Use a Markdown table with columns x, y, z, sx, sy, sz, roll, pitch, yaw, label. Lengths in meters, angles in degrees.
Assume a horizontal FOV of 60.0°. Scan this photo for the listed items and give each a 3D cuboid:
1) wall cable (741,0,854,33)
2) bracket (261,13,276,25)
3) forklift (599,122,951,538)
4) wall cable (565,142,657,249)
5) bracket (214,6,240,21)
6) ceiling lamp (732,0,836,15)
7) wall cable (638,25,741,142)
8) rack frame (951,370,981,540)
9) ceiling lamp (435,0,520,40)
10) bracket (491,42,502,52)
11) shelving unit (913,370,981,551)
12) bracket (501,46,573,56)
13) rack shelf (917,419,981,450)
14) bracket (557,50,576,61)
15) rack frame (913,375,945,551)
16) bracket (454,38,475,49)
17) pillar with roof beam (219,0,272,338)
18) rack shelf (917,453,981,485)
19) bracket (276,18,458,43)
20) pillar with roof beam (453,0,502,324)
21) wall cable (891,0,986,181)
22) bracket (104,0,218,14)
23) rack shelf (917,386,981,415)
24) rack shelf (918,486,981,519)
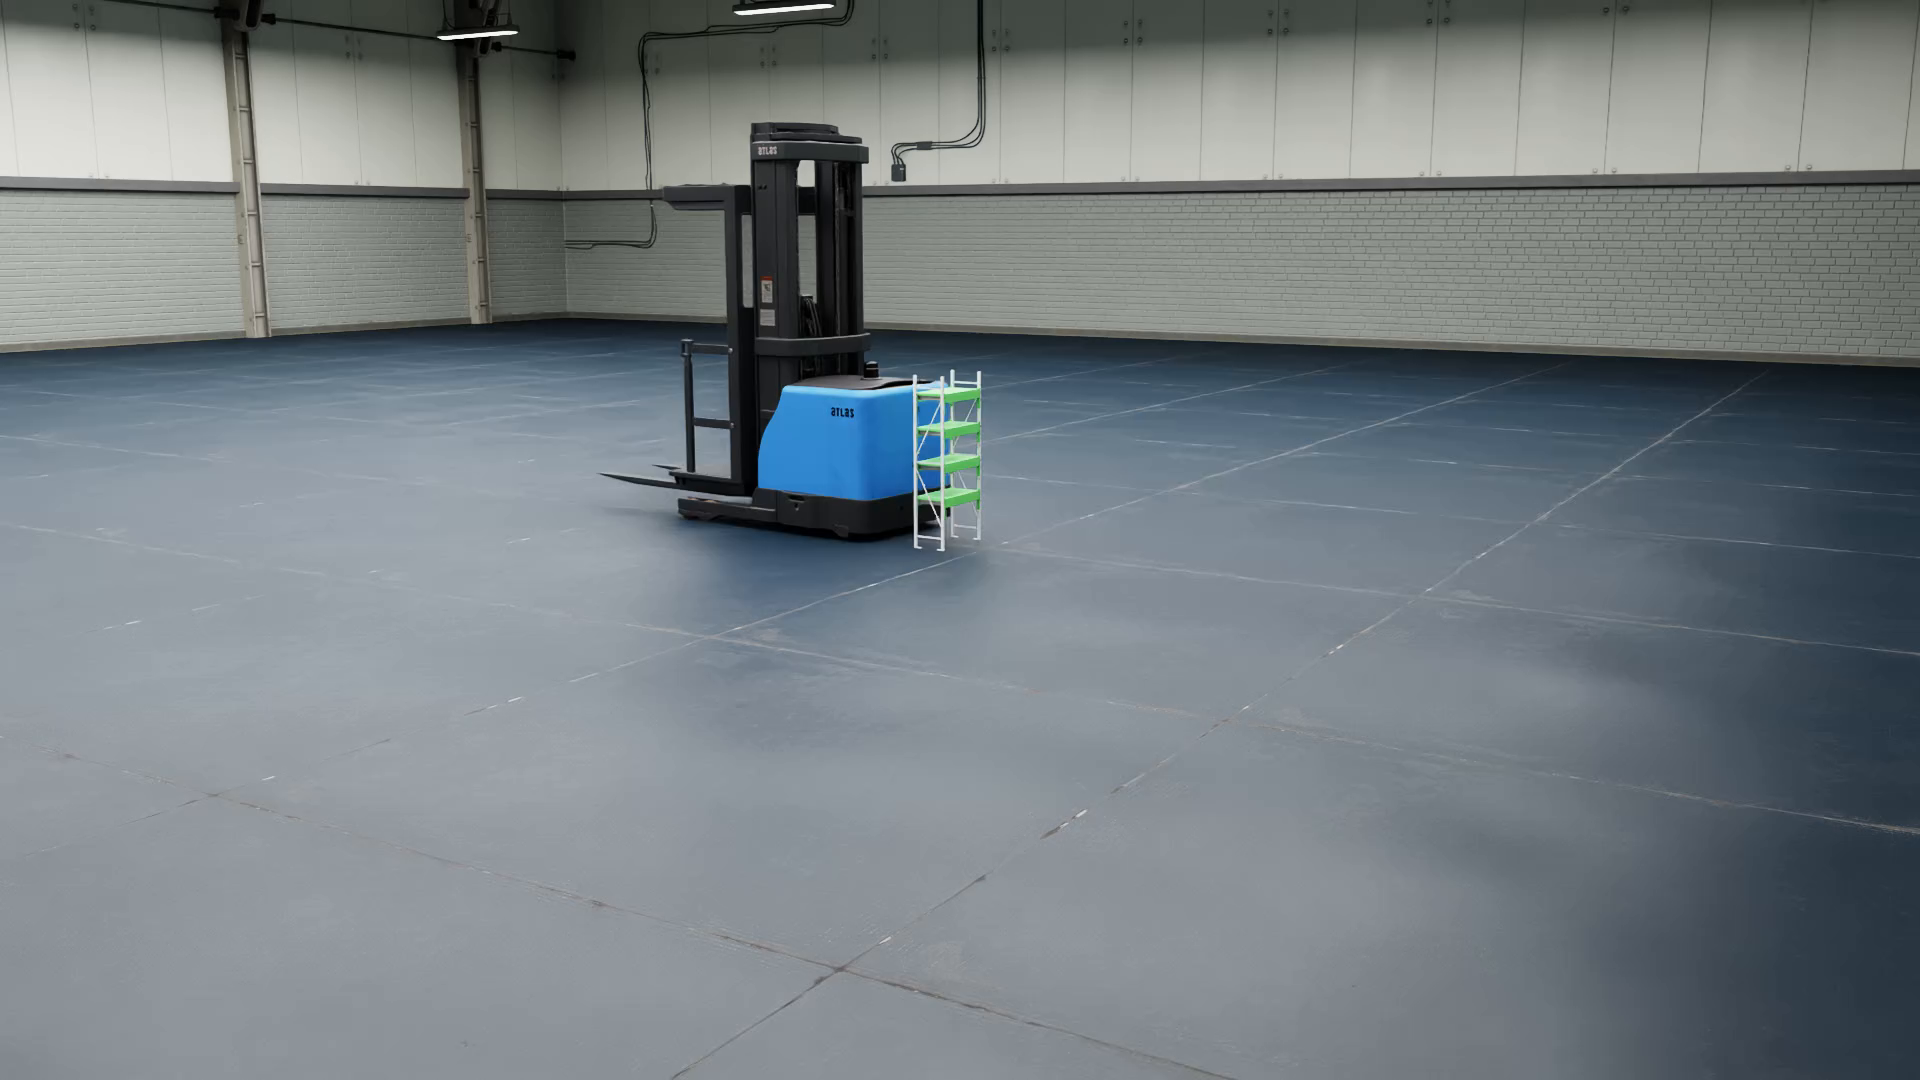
| x | y | z | sx | sy | sz | roll | pitch | yaw | label |
| --- | --- | --- | --- | --- | --- | --- | --- | --- | --- |
| -3.630 | -12.493 | 36.499 | 3.097 | 2.526 | 0.112 | 6 | 12 | 31 | wall cable |
| -13.843 | -10.375 | 33.052 | 0.235 | 0.232 | 0.430 | 6 | 12 | 31 | bracket |
| -1.539 | -1.647 | 12.703 | 3.031 | 2.935 | 1.130 | 8 | 13 | 36 | forklift |
| -8.587 | -8.329 | 40.342 | 3.097 | 2.526 | 0.112 | 6 | 12 | 31 | wall cable |
| -14.274 | -10.245 | 32.355 | 0.235 | 0.232 | 0.430 | 6 | 12 | 31 | bracket |
| -2.877 | -10.620 | 28.278 | 2.000 | 3.185 | 0.800 | 6 | 12 | 31 | ceiling lamp |
| -6.275 | -10.553 | 38.497 | 3.097 | 2.526 | 0.112 | 6 | 12 | 31 | wall cable |
| 0.041 | -0.602 | 11.824 | 0.240 | 1.200 | 0.015 | 6 | 12 | 31 | rack frame |
| -9.193 | -11.326 | 32.049 | 2.000 | 3.185 | 0.800 | 6 | 12 | 31 | ceiling lamp |
| -10.728 | -11.319 | 38.092 | 0.235 | 0.232 | 0.430 | 6 | 12 | 31 | bracket |
| -0.086 | -0.564 | 11.619 | 0.258 | 1.200 | 0.503 | 6 | 12 | 31 | shelving unit |
| -9.804 | -11.599 | 39.587 | 0.076 | 0.066 | 3.189 | 6 | 12 | 31 | bracket |
| -0.086 | -0.737 | 11.587 | 0.258 | 0.148 | 0.480 | 6 | 12 | 31 | rack shelf |
| -9.497 | -11.692 | 40.083 | 0.235 | 0.232 | 0.430 | 6 | 12 | 31 | bracket |
| -0.213 | -0.525 | 11.414 | 0.240 | 1.200 | 0.015 | 6 | 12 | 31 | rack frame |
| -11.159 | -11.188 | 37.395 | 0.235 | 0.232 | 0.430 | 6 | 12 | 31 | bracket |
| -10.682 | -8.163 | 31.019 | 9.100 | 9.000 | 0.548 | 6 | 12 | 31 | pillar with roof beam |
| -0.086 | -0.501 | 11.631 | 0.258 | 0.148 | 0.480 | 6 | 12 | 31 | rack shelf |
| -12.496 | -10.783 | 35.231 | 0.076 | 0.066 | 4.783 | 6 | 12 | 31 | bracket |
| -7.567 | -9.107 | 36.059 | 9.100 | 9.000 | 0.548 | 6 | 12 | 31 | pillar with roof beam |
| -0.481 | -10.617 | 34.885 | 2.305 | 6.003 | 0.169 | 6 | 12 | 31 | wall cable |
| -15.611 | -9.839 | 30.190 | 0.076 | 0.066 | 4.783 | 6 | 12 | 31 | bracket |
| -0.086 | -0.973 | 11.543 | 0.258 | 0.148 | 0.480 | 6 | 12 | 31 | rack shelf |
| -0.086 | -0.265 | 11.675 | 0.258 | 0.148 | 0.480 | 6 | 12 | 31 | rack shelf |
